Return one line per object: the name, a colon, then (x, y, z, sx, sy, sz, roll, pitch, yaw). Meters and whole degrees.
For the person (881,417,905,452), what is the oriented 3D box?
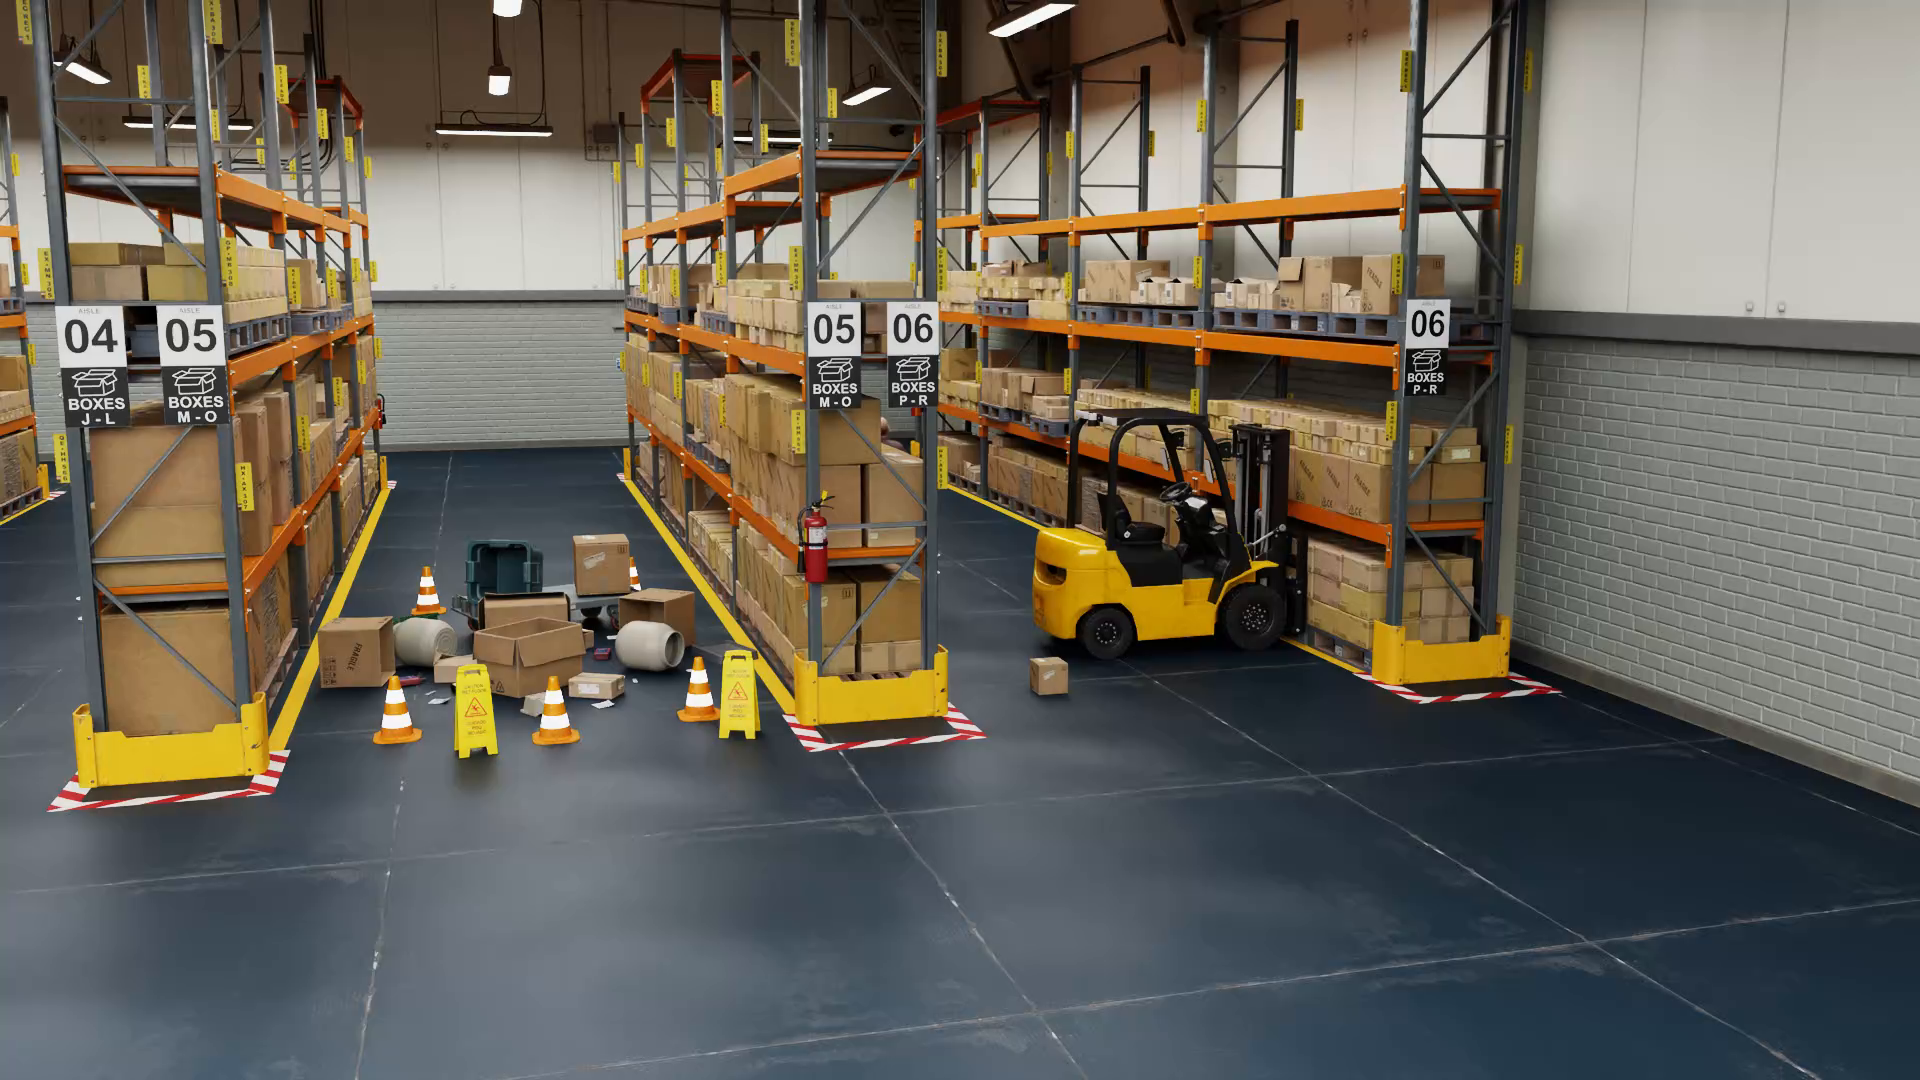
person: (-0.947, -0.516, 19.207, 0.582, 1.821, 0.792, -3, 10, -19)
